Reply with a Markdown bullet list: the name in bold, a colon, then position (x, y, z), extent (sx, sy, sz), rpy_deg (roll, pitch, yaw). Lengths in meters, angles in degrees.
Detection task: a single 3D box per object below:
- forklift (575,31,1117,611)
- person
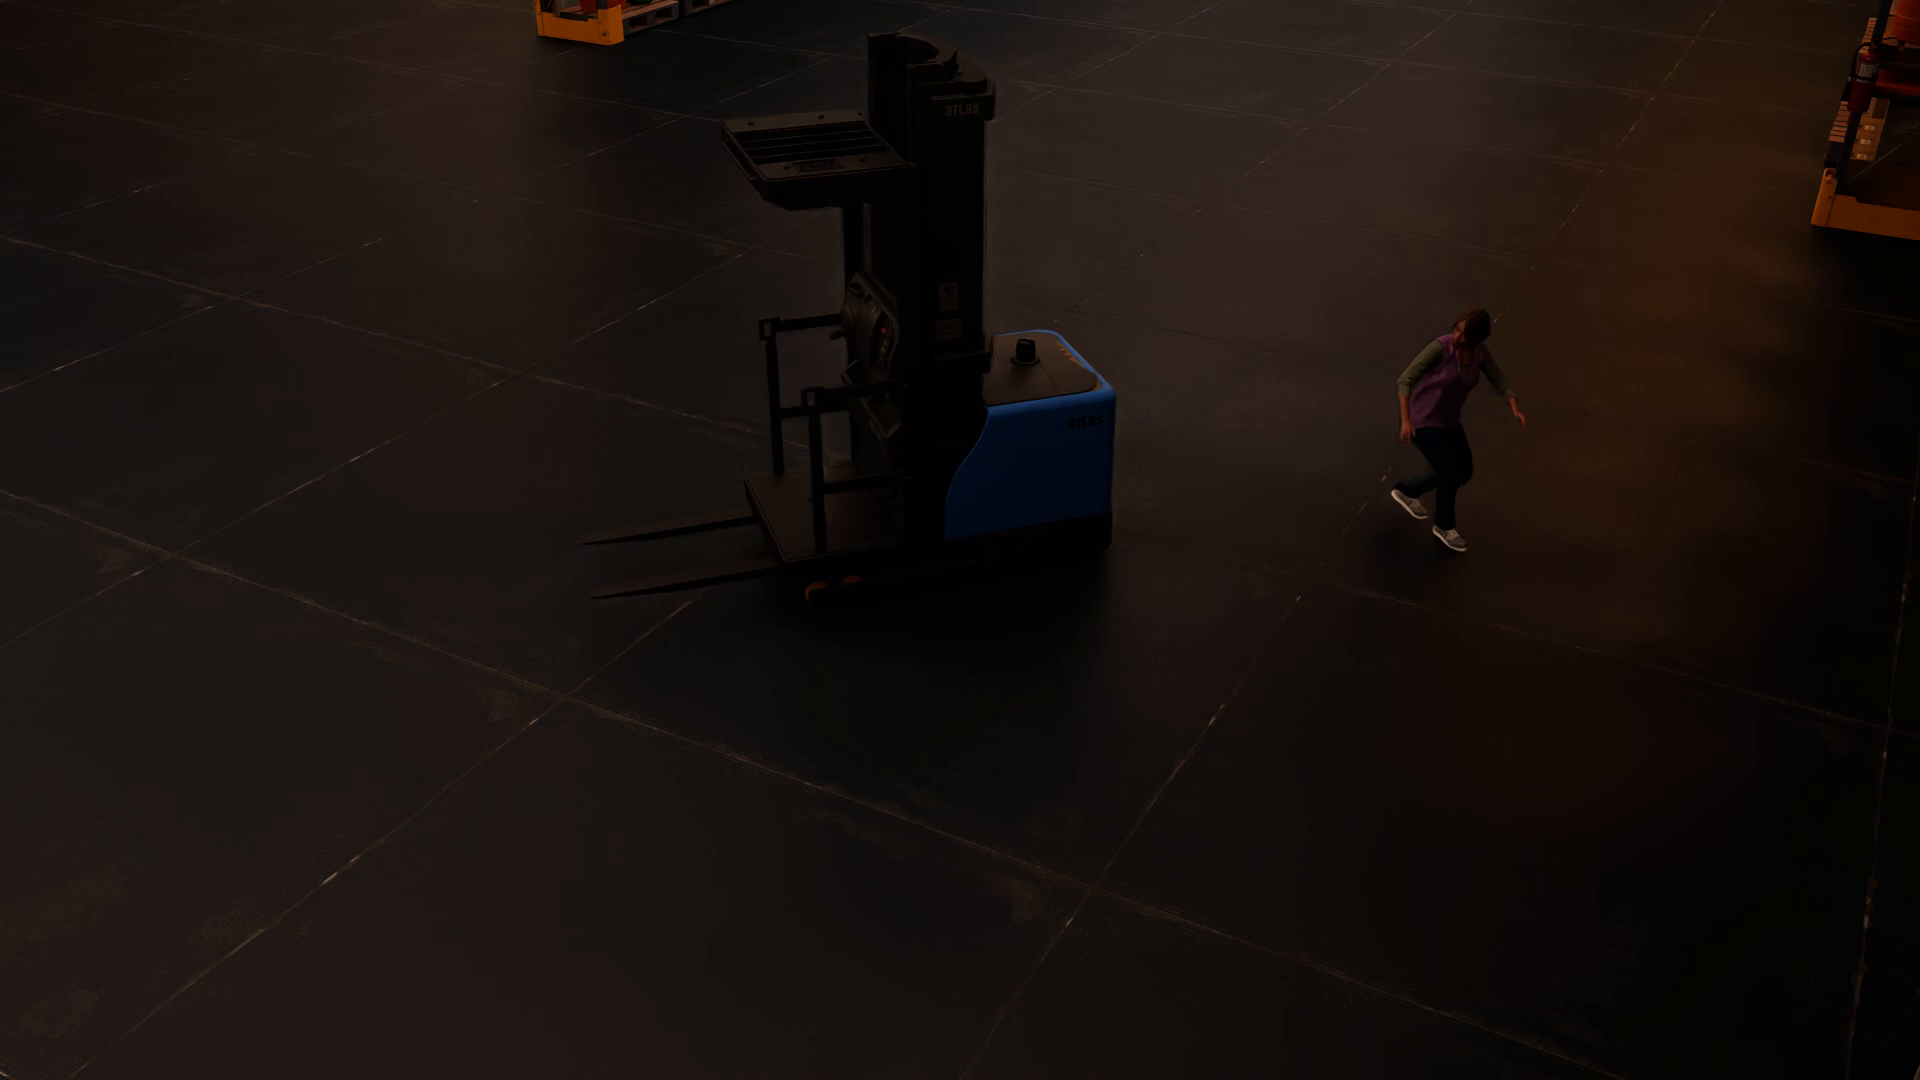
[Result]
- **forklift**: position (-0.677, -1.169, 9.095), extent (3.031, 2.935, 1.130), rpy_deg (-10, 31, -16)
- **person**: position (2.835, -0.631, 9.630), extent (0.738, 1.482, 0.758), rpy_deg (-17, 34, -28)
